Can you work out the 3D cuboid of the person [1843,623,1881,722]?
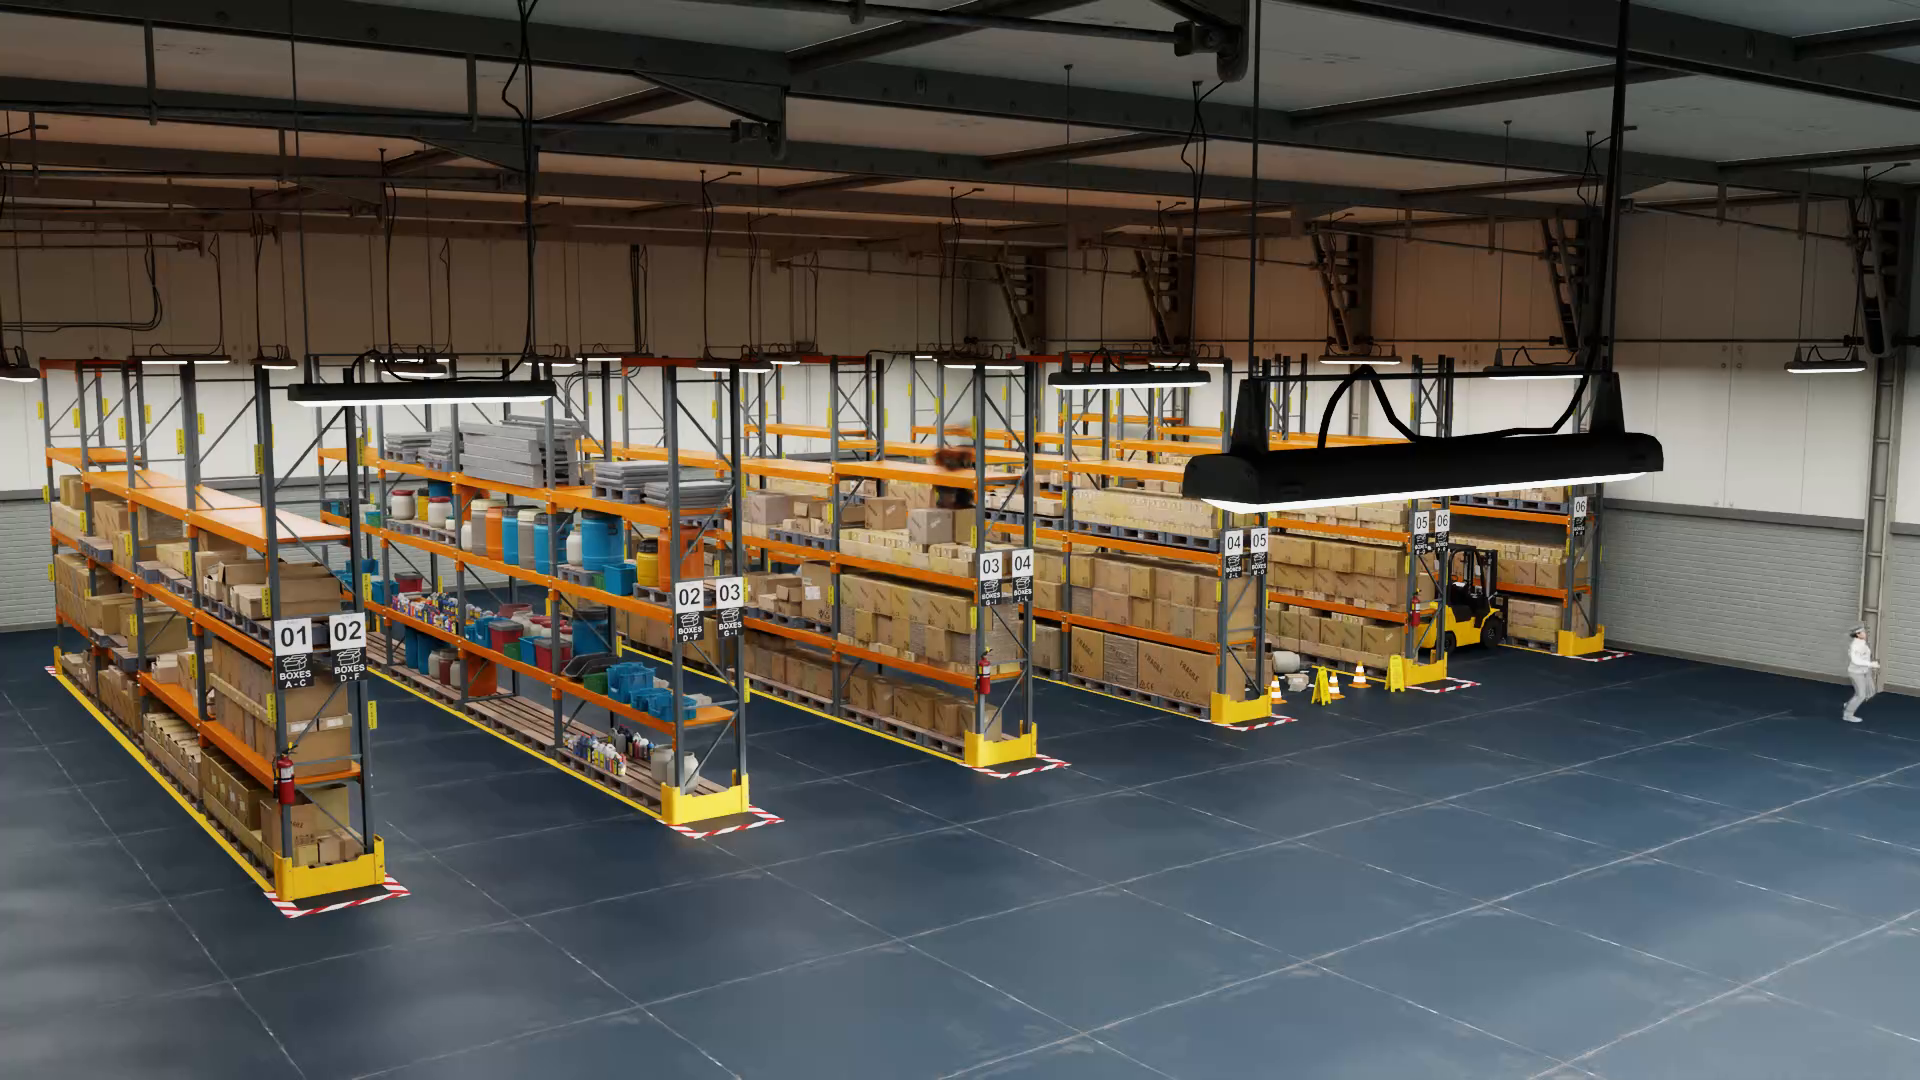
[{"bbox_3d":[14.962,2.197,27.552,0.544,1.652,0.603,5,9,36],"label":"person"}]

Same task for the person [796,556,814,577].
[{"bbox_3d":[-3.299,1.143,35.916,0.693,1.817,0.867,-6,9,-40],"label":"person"}]
